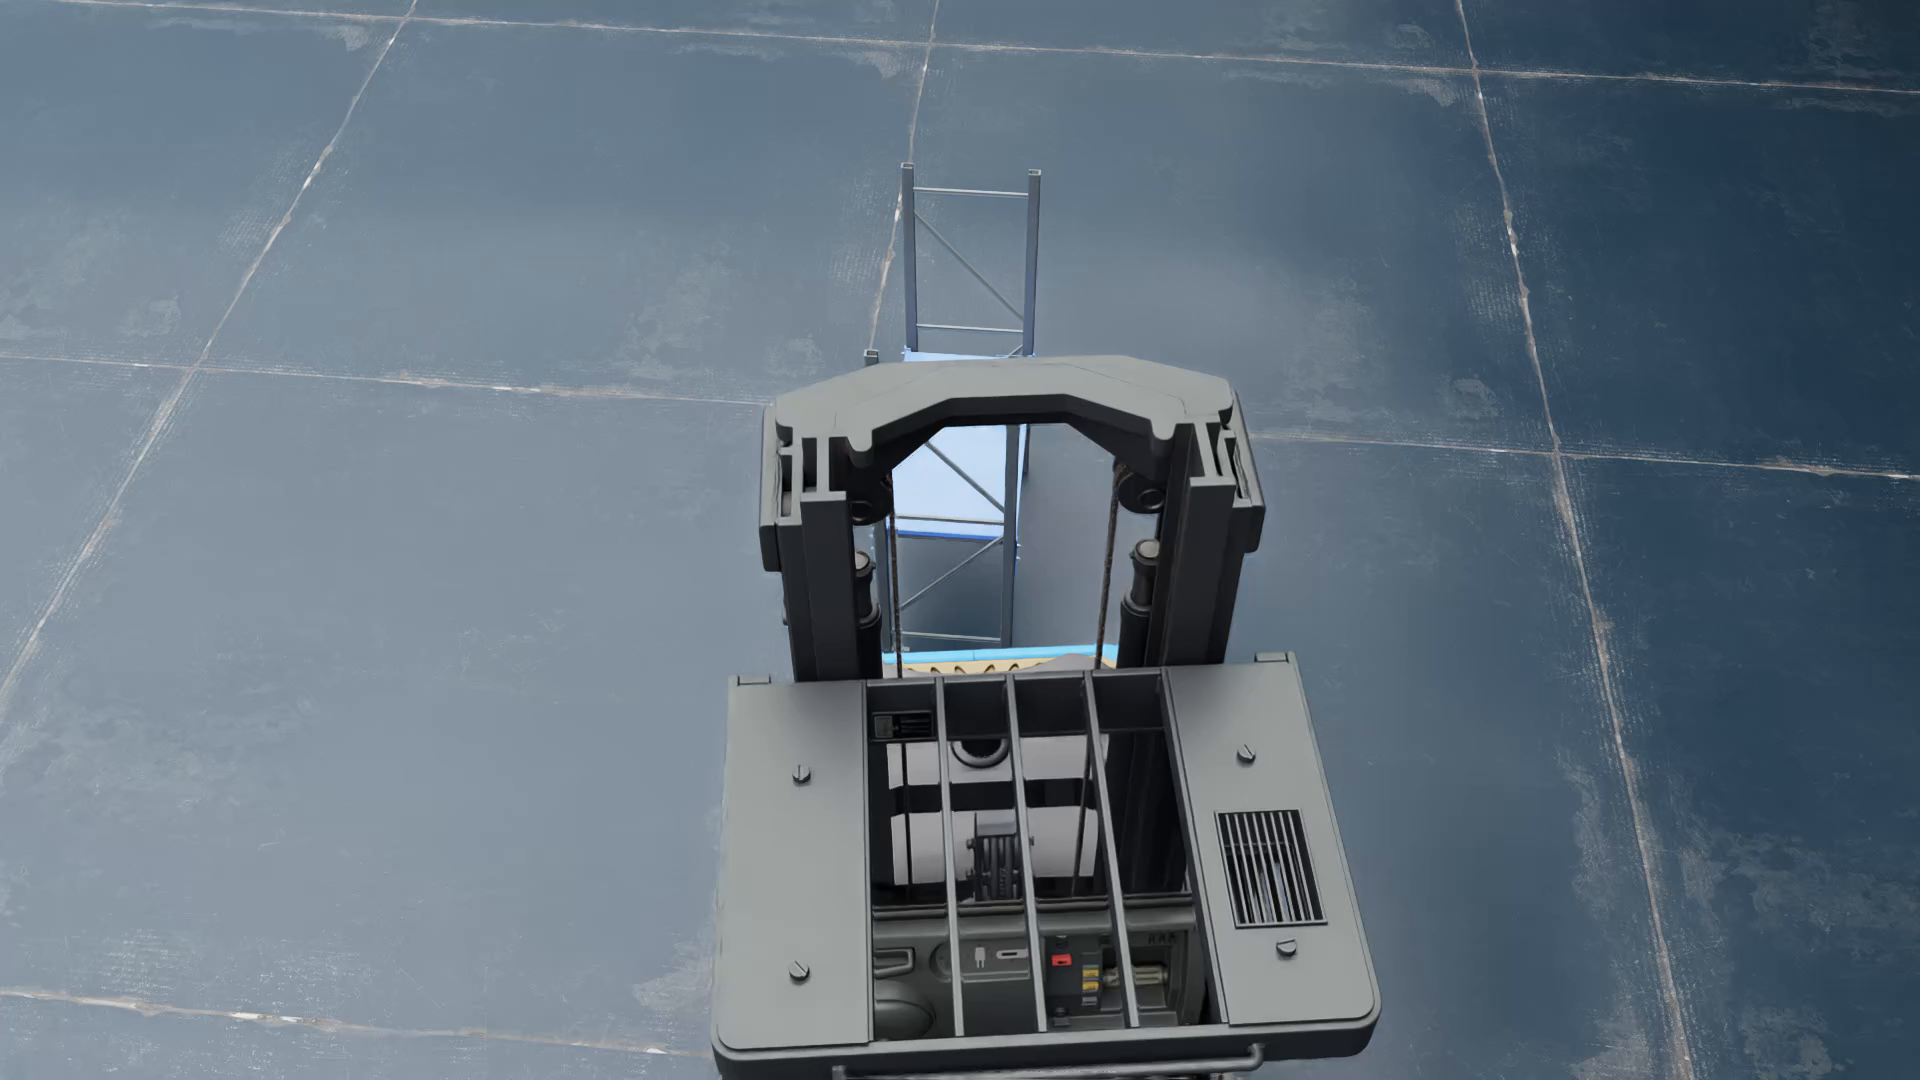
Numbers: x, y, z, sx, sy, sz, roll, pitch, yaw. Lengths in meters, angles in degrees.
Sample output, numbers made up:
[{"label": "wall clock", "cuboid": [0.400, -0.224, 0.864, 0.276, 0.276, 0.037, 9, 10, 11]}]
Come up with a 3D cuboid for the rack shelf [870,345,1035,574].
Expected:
[{"label": "rack shelf", "cuboid": [-0.008, -0.322, 6.272, 0.538, 0.185, 1.000, 4, 48, 4]}]

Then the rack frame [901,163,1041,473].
[{"label": "rack frame", "cuboid": [0.039, -0.817, 6.481, 0.500, 1.500, 0.032, 4, 48, 4]}]

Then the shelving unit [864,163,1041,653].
[{"label": "shelving unit", "cuboid": [-0.008, -0.443, 6.139, 0.538, 1.500, 1.048, 4, 48, 4]}]

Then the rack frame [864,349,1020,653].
[{"label": "rack frame", "cuboid": [-0.054, -0.070, 5.798, 0.500, 1.500, 0.032, 4, 48, 4]}]

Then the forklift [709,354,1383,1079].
[{"label": "forklift", "cuboid": [0.120, 1.153, 3.709, 1.130, 2.935, 3.031, -2, 48, -2]}]
